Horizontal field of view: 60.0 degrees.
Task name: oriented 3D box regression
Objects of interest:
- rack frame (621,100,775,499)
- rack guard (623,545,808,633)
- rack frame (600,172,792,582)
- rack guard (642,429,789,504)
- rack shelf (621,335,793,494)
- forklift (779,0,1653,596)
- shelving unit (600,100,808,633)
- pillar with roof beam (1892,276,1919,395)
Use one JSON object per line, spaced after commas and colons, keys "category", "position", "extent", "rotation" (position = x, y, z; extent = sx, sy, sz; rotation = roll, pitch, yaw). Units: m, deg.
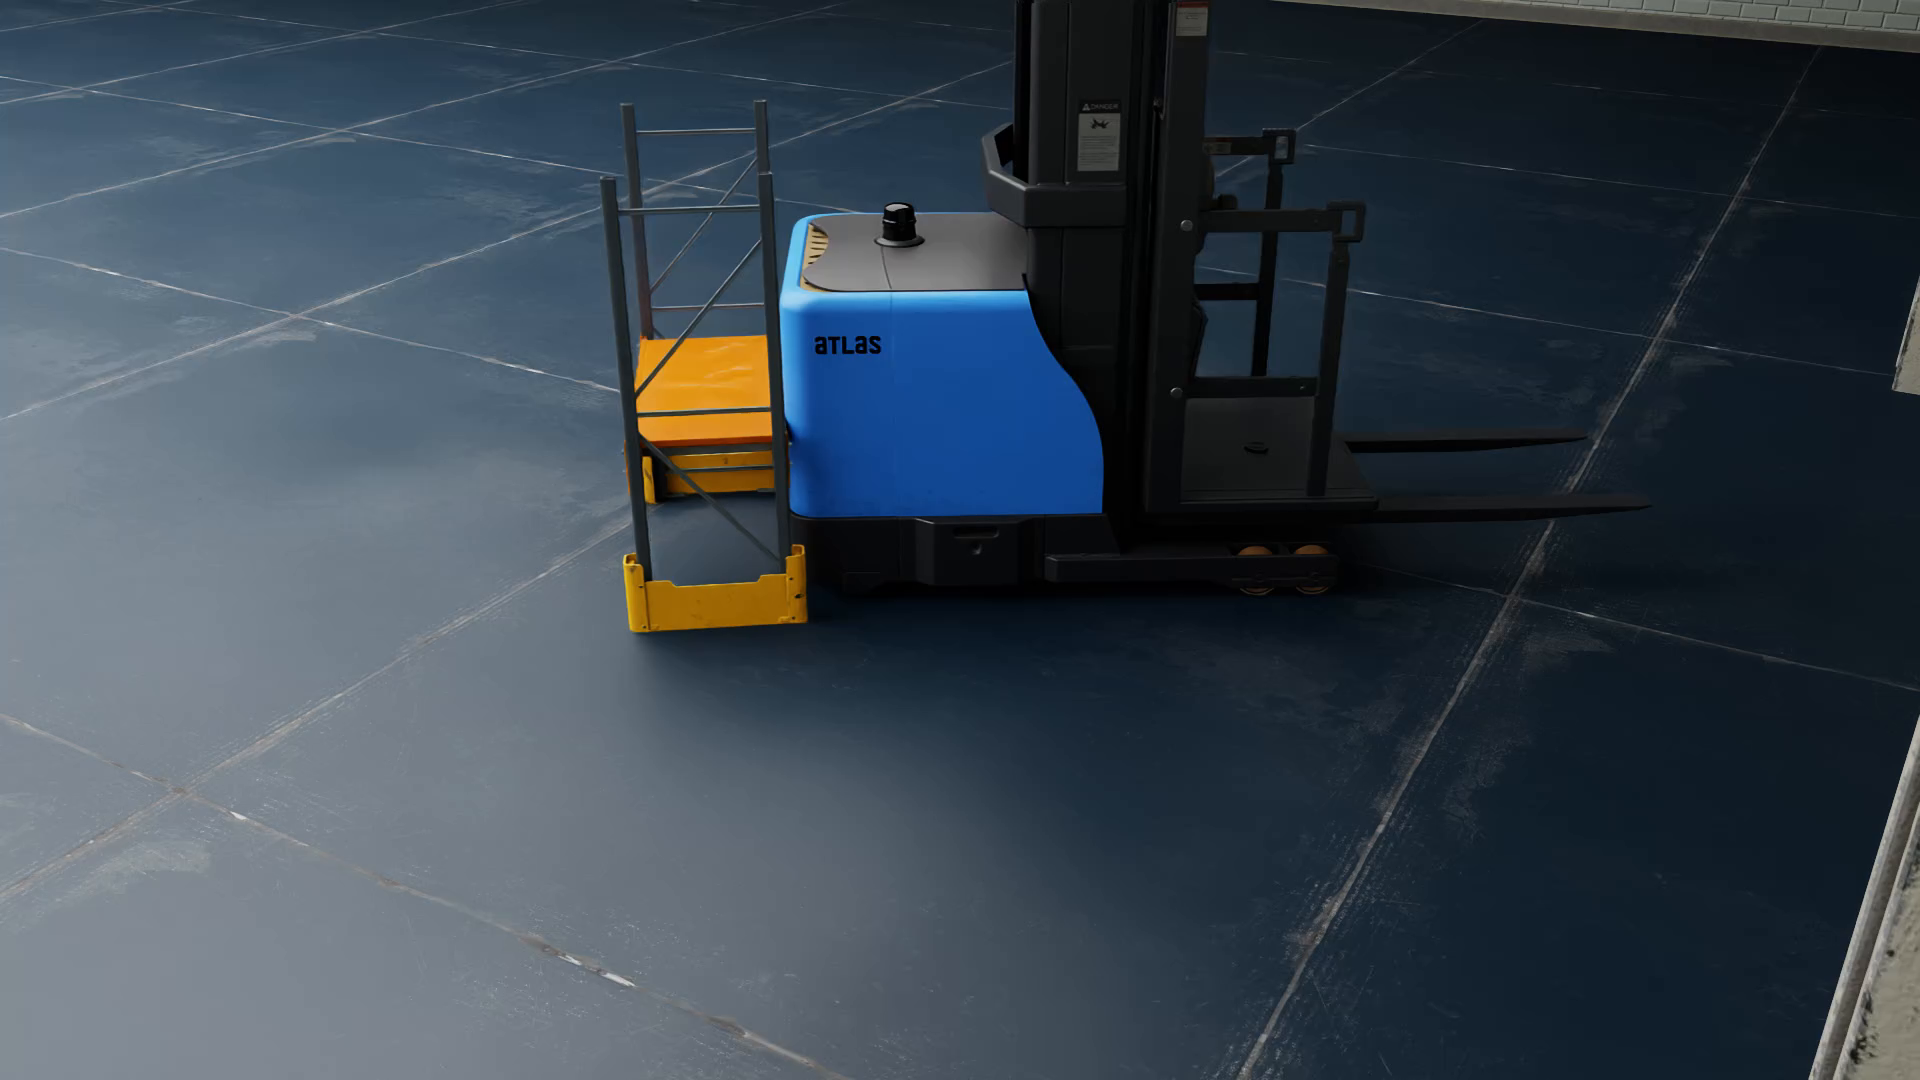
{"category": "rack frame", "position": [-0.925, -0.850, 6.113], "extent": [0.500, 1.500, 0.032], "rotation": [-3, 27, -6]}
{"category": "rack guard", "position": [-0.802, 0.160, 5.491], "extent": [0.587, 0.250, 0.087], "rotation": [-3, 27, -6]}
{"category": "rack frame", "position": [-0.802, -0.398, 5.210], "extent": [0.500, 1.500, 0.032], "rotation": [-3, 27, -6]}
{"category": "rack guard", "position": [-0.923, -0.282, 6.375], "extent": [0.587, 0.250, 0.087], "rotation": [-3, 27, -6]}
{"category": "rack shelf", "position": [-0.863, -0.463, 5.742], "extent": [0.538, 0.185, 1.000], "rotation": [-3, 27, -6]}
{"category": "forklift", "position": [0.910, -1.357, 5.527], "extent": [3.031, 2.935, 1.130], "rotation": [-1, 27, -2]}
{"category": "shelving unit", "position": [-0.862, -0.620, 5.653], "extent": [0.587, 1.500, 1.083], "rotation": [-3, 27, -6]}
{"category": "pillar with roof beam", "position": [0.645, -5.684, 7.393], "extent": [9.100, 9.000, 0.400], "rotation": [14, 30, 26]}
